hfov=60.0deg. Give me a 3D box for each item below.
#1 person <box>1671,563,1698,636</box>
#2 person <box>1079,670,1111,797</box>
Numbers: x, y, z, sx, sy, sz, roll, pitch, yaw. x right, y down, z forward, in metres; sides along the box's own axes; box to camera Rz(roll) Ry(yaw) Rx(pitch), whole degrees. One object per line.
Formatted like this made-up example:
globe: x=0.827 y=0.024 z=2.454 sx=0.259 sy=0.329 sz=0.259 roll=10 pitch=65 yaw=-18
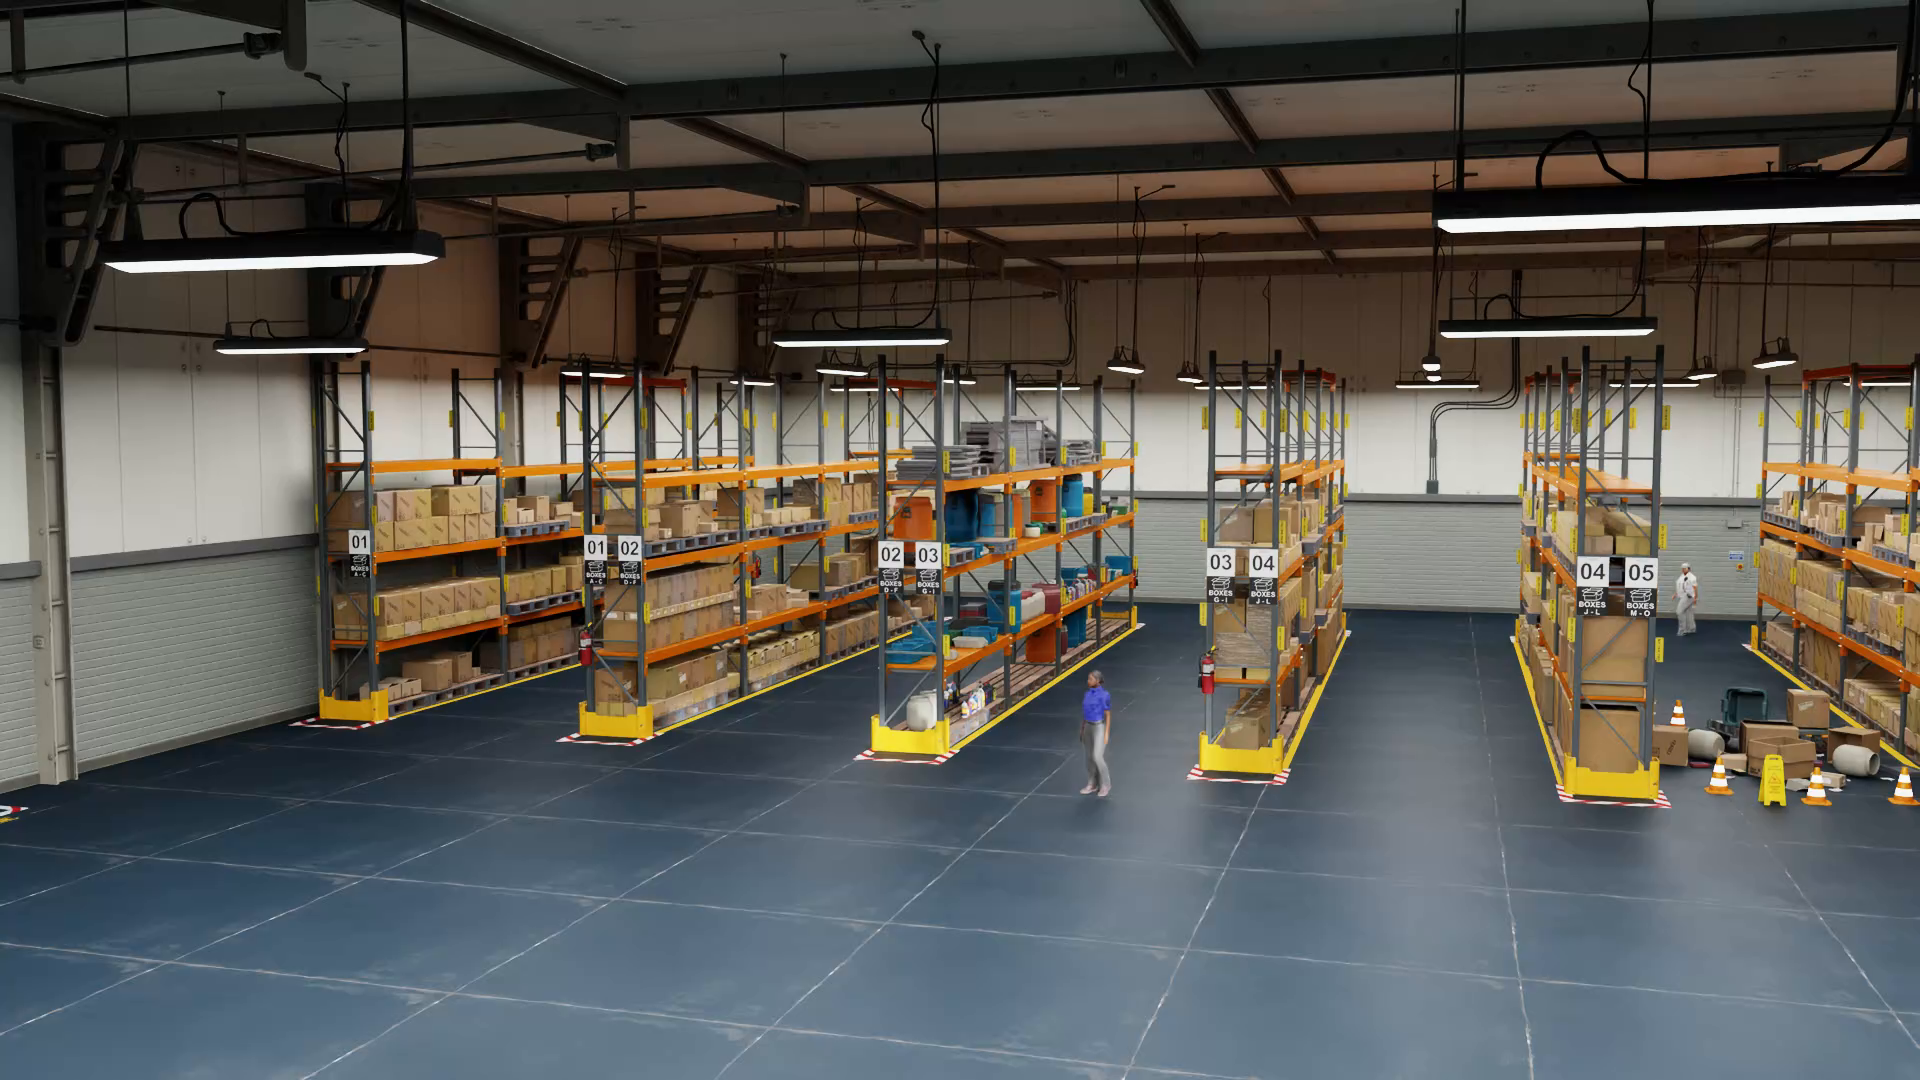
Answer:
person: x=17.049 y=1.394 z=39.063 sx=0.589 sy=1.711 sz=0.477 roll=0 pitch=4 yaw=-1
person: x=1.804 y=2.584 z=22.310 sx=0.364 sy=1.681 sz=0.489 roll=-3 pitch=5 yaw=-36
